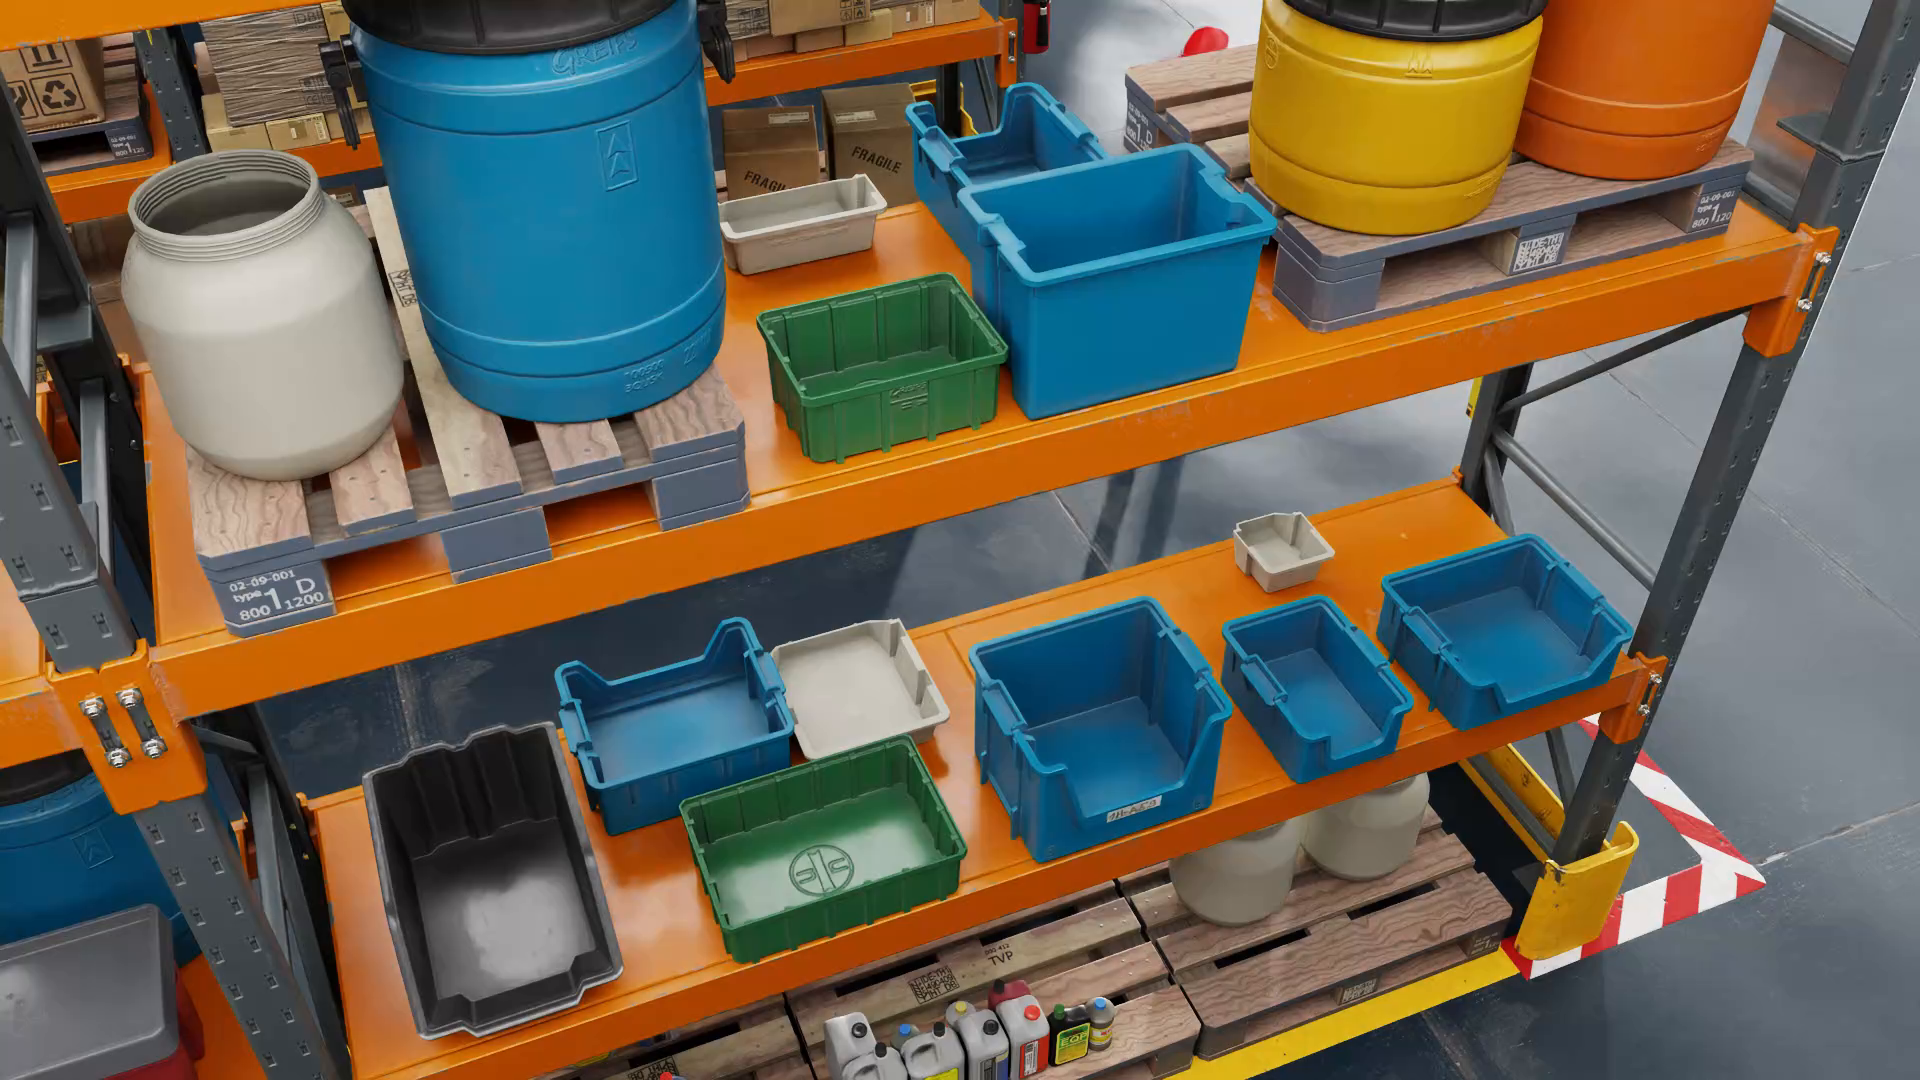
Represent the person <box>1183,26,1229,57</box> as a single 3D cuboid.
[{"bbox_3d":[1.099,-1.691,8.065,0.585,1.743,1.047,13,43,15],"label":"person"}]
